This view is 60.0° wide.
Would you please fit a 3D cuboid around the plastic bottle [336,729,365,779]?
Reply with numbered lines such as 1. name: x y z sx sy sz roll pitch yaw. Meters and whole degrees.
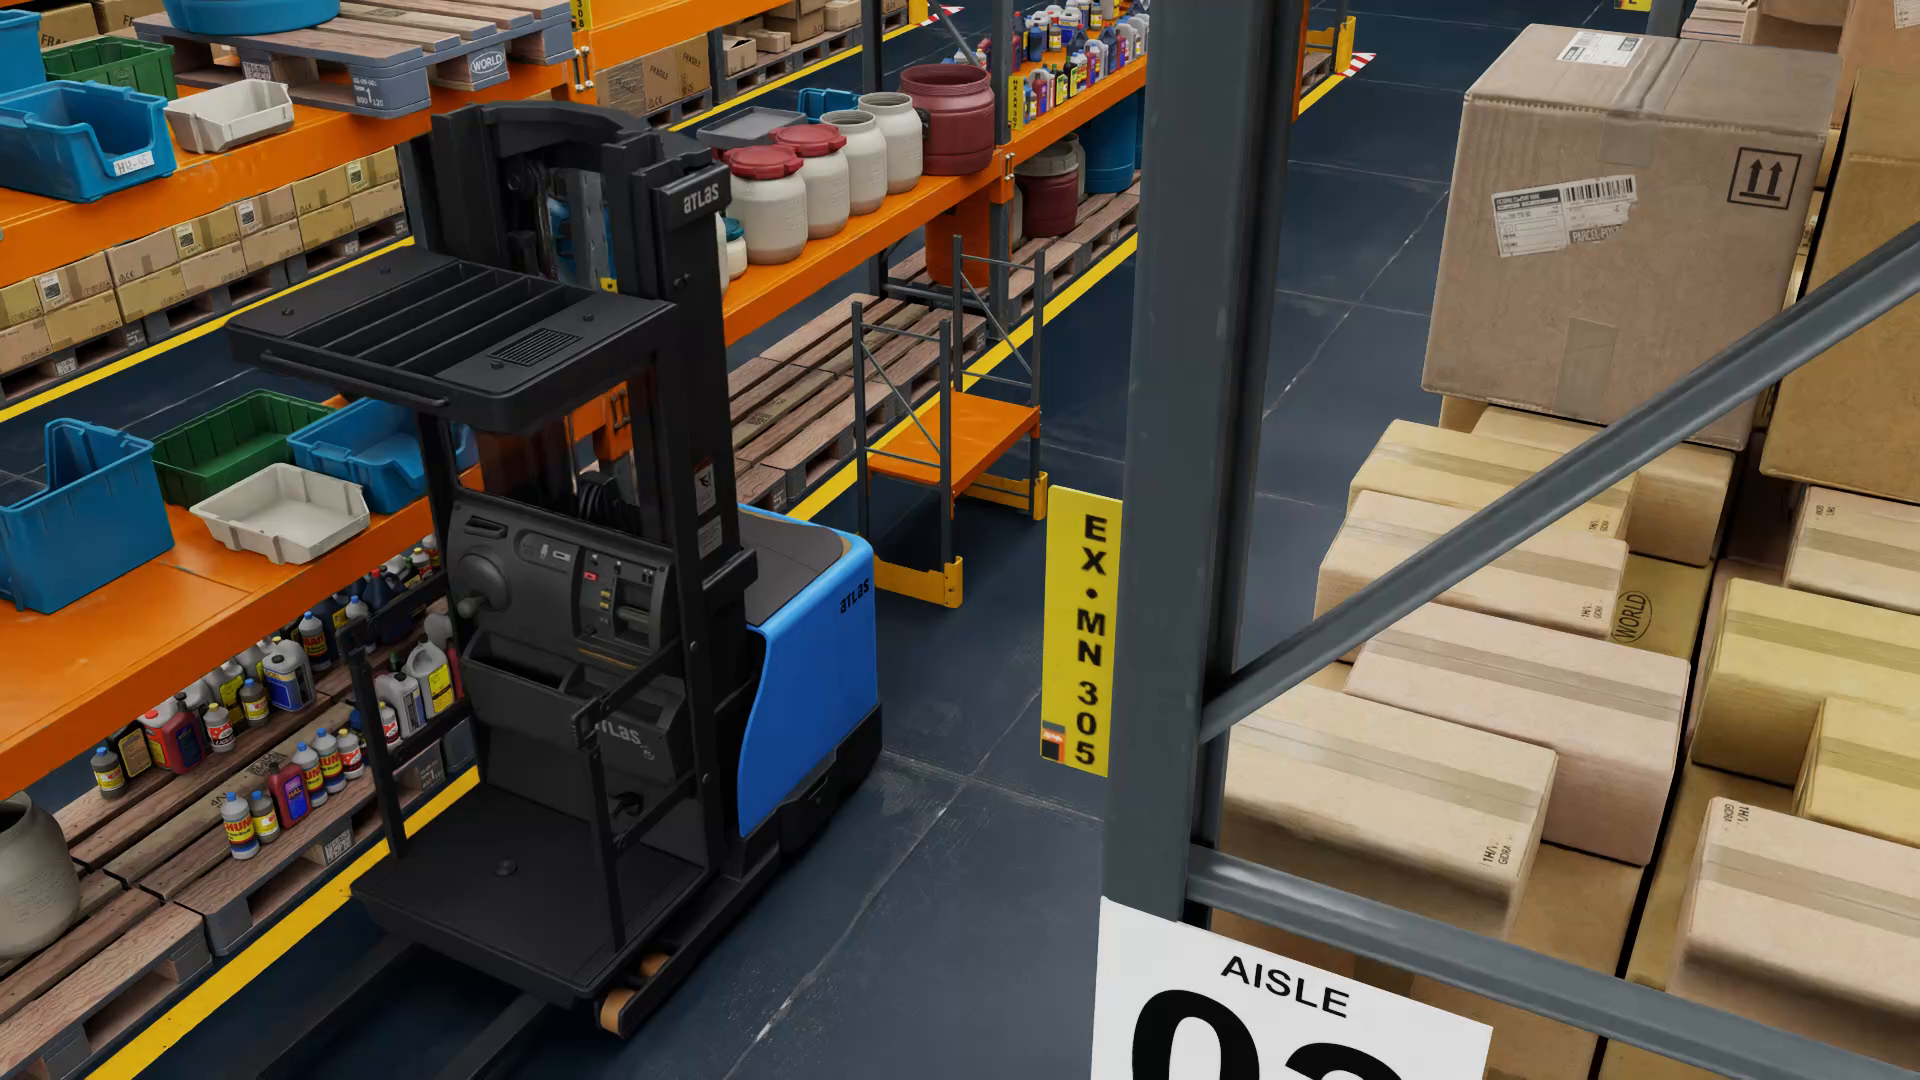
1. plastic bottle: -2.443 0.845 6.635 0.097 0.201 0.097 0 30 0

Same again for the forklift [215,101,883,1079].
1. forklift: -1.470 0.187 5.482 1.130 2.935 3.031 15 33 24

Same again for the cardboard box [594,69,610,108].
1. cardboard box: -3.396 -3.807 14.436 0.500 0.500 0.500 13 32 22

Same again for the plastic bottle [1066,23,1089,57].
1. plastic bottle: 0.847 -3.508 11.896 0.144 0.351 0.185 14 33 23

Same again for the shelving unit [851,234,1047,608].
1. shelving unit: -0.035 -0.617 8.318 0.587 1.500 1.083 14 33 23

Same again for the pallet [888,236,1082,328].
1. pallet: 0.173 -1.901 11.848 1.003 0.211 1.213 14 33 23

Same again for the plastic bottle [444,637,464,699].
1. plastic bottle: -2.133 0.527 7.106 0.061 0.283 0.133 17 34 27

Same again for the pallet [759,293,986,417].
1. pallet: -0.537 -1.207 10.641 1.003 0.211 1.213 14 33 23

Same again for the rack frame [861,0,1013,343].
1. rack frame: -0.149 -2.751 10.529 1.000 3.000 0.127 14 33 23

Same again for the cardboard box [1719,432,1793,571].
1. cardboard box: 1.524 0.079 2.738 0.500 0.250 0.500 14 33 23

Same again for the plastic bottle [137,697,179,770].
1. plastic bottle: -3.208 0.766 6.696 0.152 0.276 0.135 15 33 24

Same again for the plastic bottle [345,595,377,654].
1. plastic bottle: -2.667 0.370 7.392 0.097 0.271 0.097 0 30 0

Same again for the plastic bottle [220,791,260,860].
1. plastic bottle: -2.690 1.055 6.199 0.097 0.271 0.097 0 30 0

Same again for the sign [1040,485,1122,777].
1. sign: 0.131 0.099 1.664 0.100 0.325 0.005 14 33 23

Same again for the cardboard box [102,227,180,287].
1. cardboard box: -5.502 -1.913 10.846 0.500 0.311 0.500 13 32 22

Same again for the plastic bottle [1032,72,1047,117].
1. plastic bottle: 0.526 -2.954 11.000 0.061 0.283 0.133 14 33 23

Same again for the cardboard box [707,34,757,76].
1. cardboard box: -2.351 -4.812 16.375 0.500 0.311 0.500 14 33 23

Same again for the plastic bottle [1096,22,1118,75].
1. plastic bottle: 1.044 -3.533 11.940 0.144 0.351 0.185 14 33 23

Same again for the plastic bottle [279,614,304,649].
1. plastic bottle: -2.907 0.420 7.292 0.061 0.283 0.133 16 33 25

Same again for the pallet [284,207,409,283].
1. pallet: -4.967 -2.311 12.563 1.003 0.211 1.213 14 33 23

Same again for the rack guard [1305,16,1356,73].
1. rack guard: 3.494 -5.227 17.351 1.175 0.500 0.348 14 33 23

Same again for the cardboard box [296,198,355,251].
1. cardboard box: -4.811 -2.348 12.167 0.500 0.250 0.500 14 33 23

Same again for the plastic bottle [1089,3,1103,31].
1. plastic bottle: 1.076 -4.137 13.142 0.097 0.201 0.097 0 30 0

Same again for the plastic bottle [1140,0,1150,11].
1. plastic bottle: 1.417 -4.054 12.847 0.144 0.351 0.185 14 33 23

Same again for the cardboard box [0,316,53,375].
1. cardboard box: -5.975 -1.216 10.194 0.500 0.250 0.500 13 33 22

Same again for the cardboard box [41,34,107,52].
1. cardboard box: -5.547 -2.939 10.755 0.500 0.500 0.500 14 33 23

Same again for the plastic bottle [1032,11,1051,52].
1. plastic bottle: 0.595 -3.839 12.547 0.152 0.276 0.135 14 33 23

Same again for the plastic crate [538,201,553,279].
1. plastic crate: -2.023 -1.290 7.920 0.402 0.464 0.583 14 33 23

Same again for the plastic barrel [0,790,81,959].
1. plastic barrel: -3.334 1.161 5.793 0.421 0.512 0.421 0 30 0

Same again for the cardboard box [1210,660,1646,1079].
1. cardboard box: 0.609 0.412 2.159 0.500 0.250 0.500 15 33 24

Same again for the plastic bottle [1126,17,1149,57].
1. plastic bottle: 1.324 -3.777 12.440 0.152 0.276 0.135 14 33 23

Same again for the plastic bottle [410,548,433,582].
1. plastic bottle: -2.553 0.132 7.877 0.097 0.201 0.097 0 30 0

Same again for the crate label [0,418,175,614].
1. crate label: -3.196 -0.097 5.872 0.502 0.435 0.616 14 33 23

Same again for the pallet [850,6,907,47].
1. pallet: -1.310 -5.826 18.684 1.003 0.211 1.213 14 33 23

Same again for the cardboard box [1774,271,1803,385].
1. cardboard box: 1.750 -0.368 3.118 0.380 0.149 0.250 13 32 21

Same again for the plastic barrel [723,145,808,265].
1. plastic barrel: -1.006 -1.737 8.625 0.433 0.535 0.433 0 30 0

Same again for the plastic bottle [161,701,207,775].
1. plastic bottle: -3.113 0.787 6.653 0.061 0.283 0.133 14 33 23

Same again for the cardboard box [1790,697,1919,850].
1. cardboard box: 1.151 0.348 1.871 0.380 0.149 0.250 15 33 24

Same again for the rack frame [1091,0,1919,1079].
1. rack frame: 0.616 -0.683 0.902 1.000 3.000 0.127 14 33 23

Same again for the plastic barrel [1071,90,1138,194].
1. plastic barrel: 1.087 -3.245 13.075 0.600 0.901 0.708 14 33 23

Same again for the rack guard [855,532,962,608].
1. rack guard: -0.262 0.146 8.244 0.587 0.250 0.087 14 33 23

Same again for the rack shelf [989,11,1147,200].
1. rack shelf: 0.762 -3.326 12.252 1.077 0.370 4.000 14 33 23

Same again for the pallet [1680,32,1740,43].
1. pallet: 2.814 -1.323 5.219 1.213 0.211 1.003 14 33 23

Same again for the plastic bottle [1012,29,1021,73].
1. plastic bottle: 0.388 -3.533 12.007 0.061 0.283 0.133 14 33 23

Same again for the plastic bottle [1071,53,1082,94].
1. plastic bottle: 0.789 -3.226 11.484 0.097 0.271 0.097 0 30 0

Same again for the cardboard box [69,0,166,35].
1. cardboard box: -8.112 -4.932 16.063 0.750 0.750 0.750 14 33 23

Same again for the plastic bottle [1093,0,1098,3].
1. plastic bottle: 1.065 -4.349 13.428 0.061 0.283 0.133 14 33 23

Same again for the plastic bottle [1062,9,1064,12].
1. plastic bottle: 0.790 -4.026 12.948 0.097 0.201 0.097 0 30 0

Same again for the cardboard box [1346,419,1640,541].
1. cardboard box: 0.807 -0.035 2.537 0.380 0.149 0.250 14 33 24
